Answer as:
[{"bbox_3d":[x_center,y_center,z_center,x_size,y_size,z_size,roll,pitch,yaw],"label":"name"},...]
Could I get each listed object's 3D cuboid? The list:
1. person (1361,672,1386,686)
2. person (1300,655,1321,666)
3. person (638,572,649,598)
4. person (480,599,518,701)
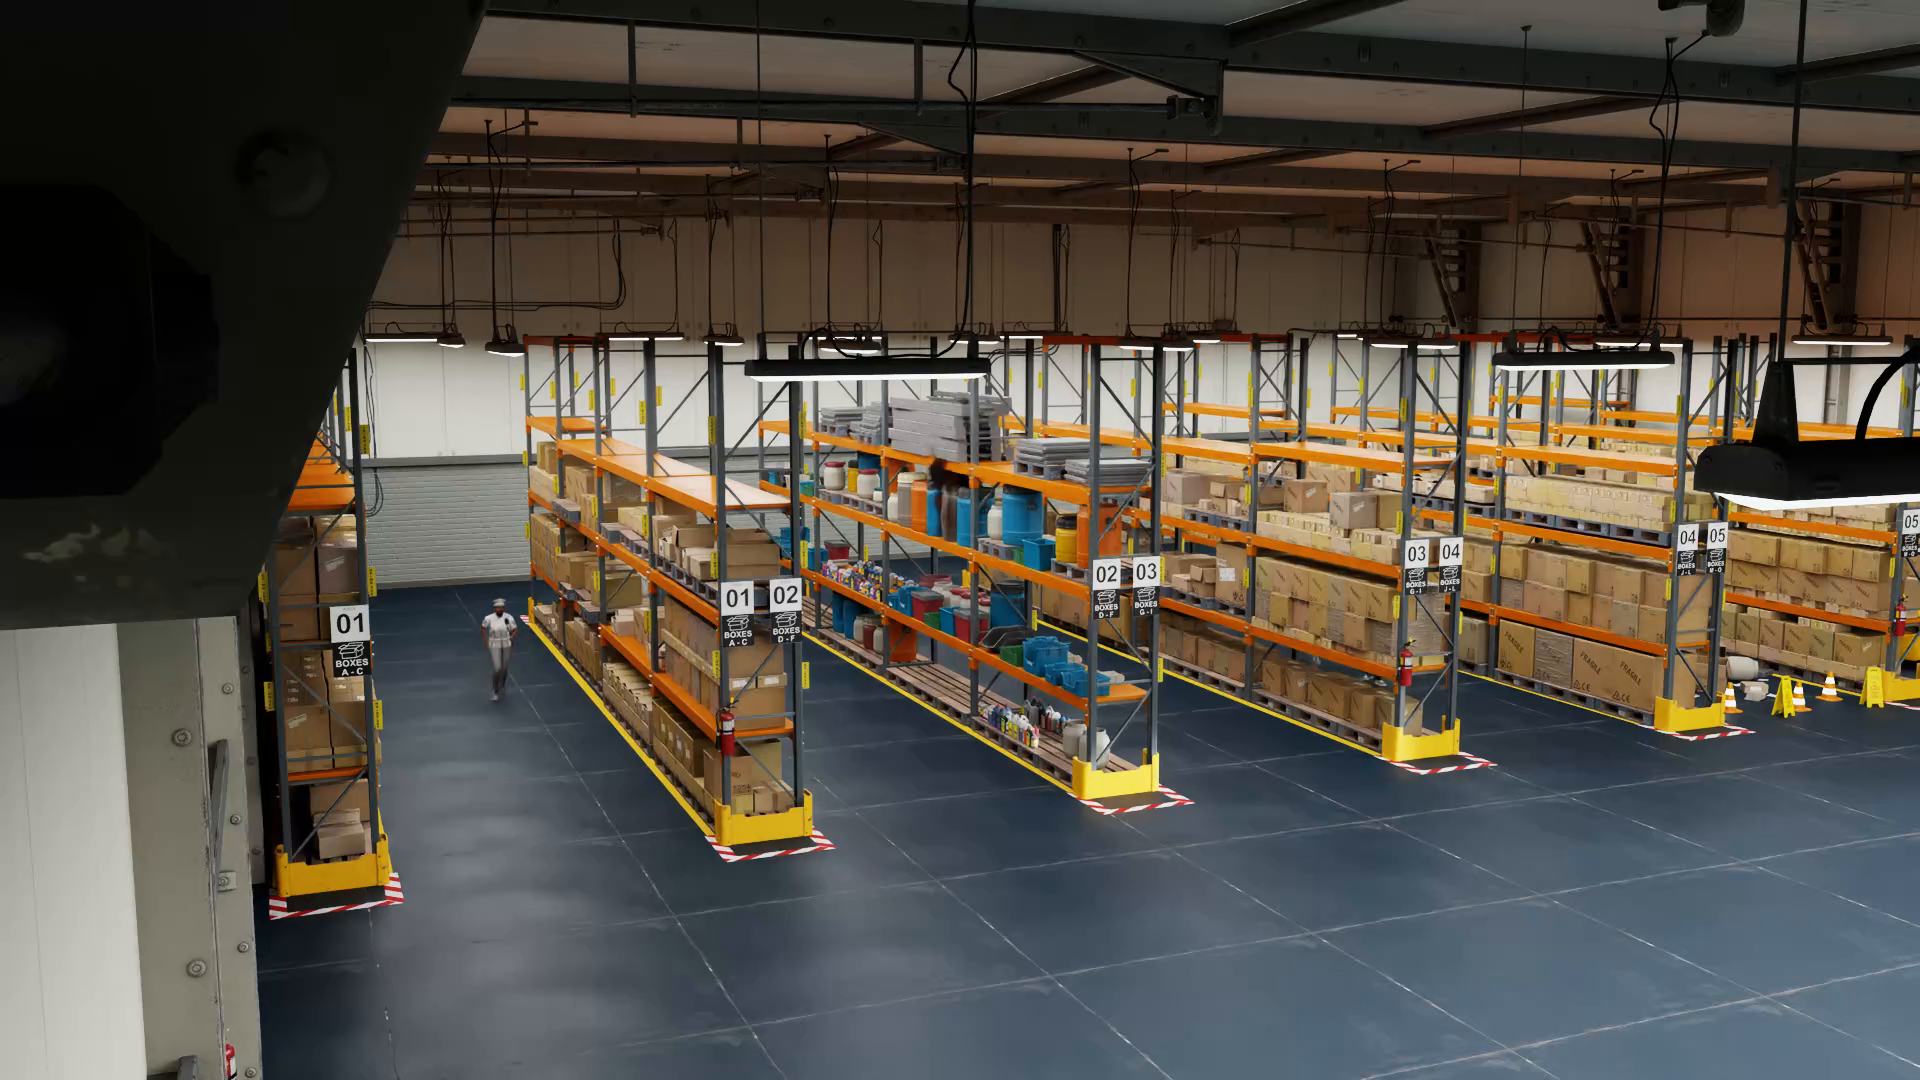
[{"bbox_3d":[7.241,1.732,28.756,0.538,1.580,0.431,-1,8,-9],"label":"person"},{"bbox_3d":[6.444,1.448,30.513,0.597,1.738,0.809,-4,9,-28],"label":"person"},{"bbox_3d":[-6.735,0.791,35.258,0.679,1.759,0.684,-7,10,-43],"label":"person"},{"bbox_3d":[-7.672,1.816,27.786,0.583,1.731,0.722,-4,8,-26],"label":"person"}]
